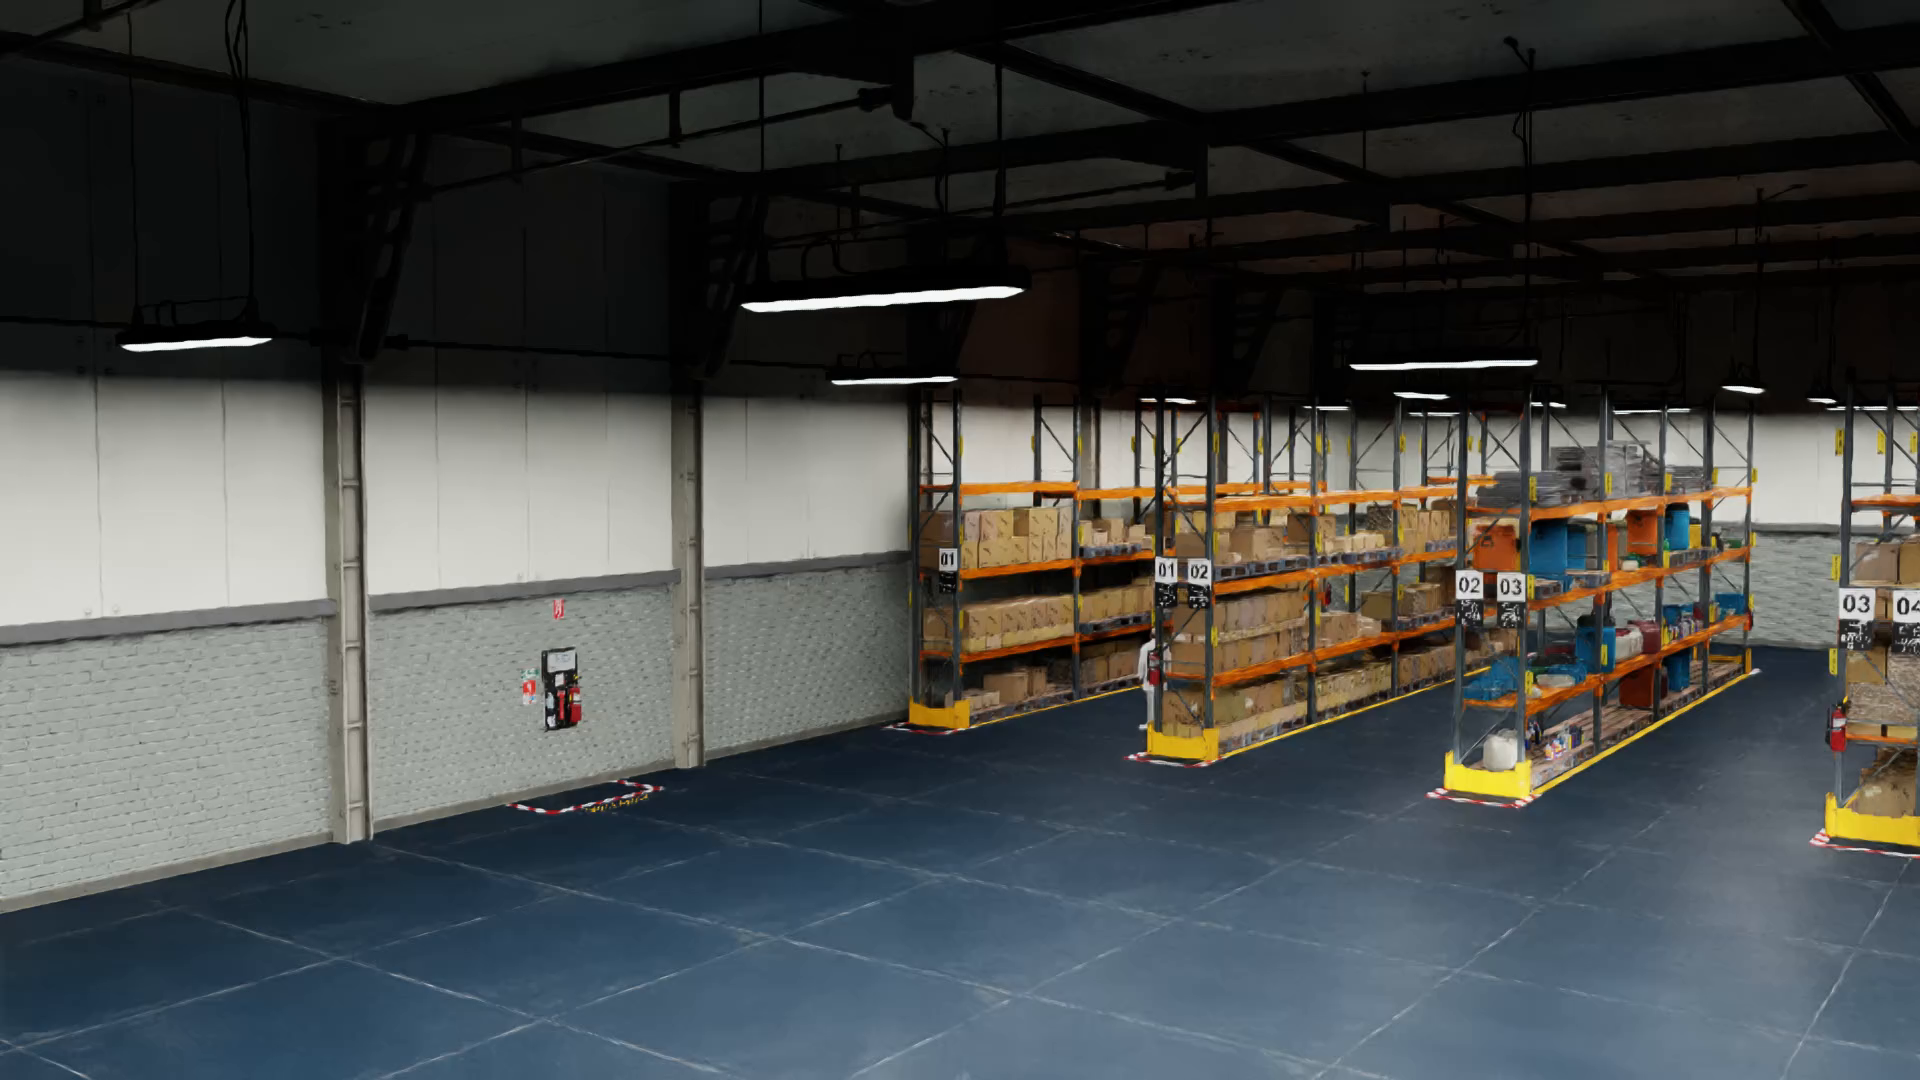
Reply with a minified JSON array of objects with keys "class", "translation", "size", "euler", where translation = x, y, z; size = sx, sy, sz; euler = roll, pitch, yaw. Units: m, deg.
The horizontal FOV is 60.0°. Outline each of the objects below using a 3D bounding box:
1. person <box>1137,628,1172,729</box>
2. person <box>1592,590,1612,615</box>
[{"class":"person","translation":[3.429,2.421,29.374],"size":[0.677,1.775,0.636],"euler":[-1,4,-23]},{"class":"person","translation":[16.374,1.754,42.521],"size":[0.513,1.663,0.542],"euler":[0,3,-1]}]
